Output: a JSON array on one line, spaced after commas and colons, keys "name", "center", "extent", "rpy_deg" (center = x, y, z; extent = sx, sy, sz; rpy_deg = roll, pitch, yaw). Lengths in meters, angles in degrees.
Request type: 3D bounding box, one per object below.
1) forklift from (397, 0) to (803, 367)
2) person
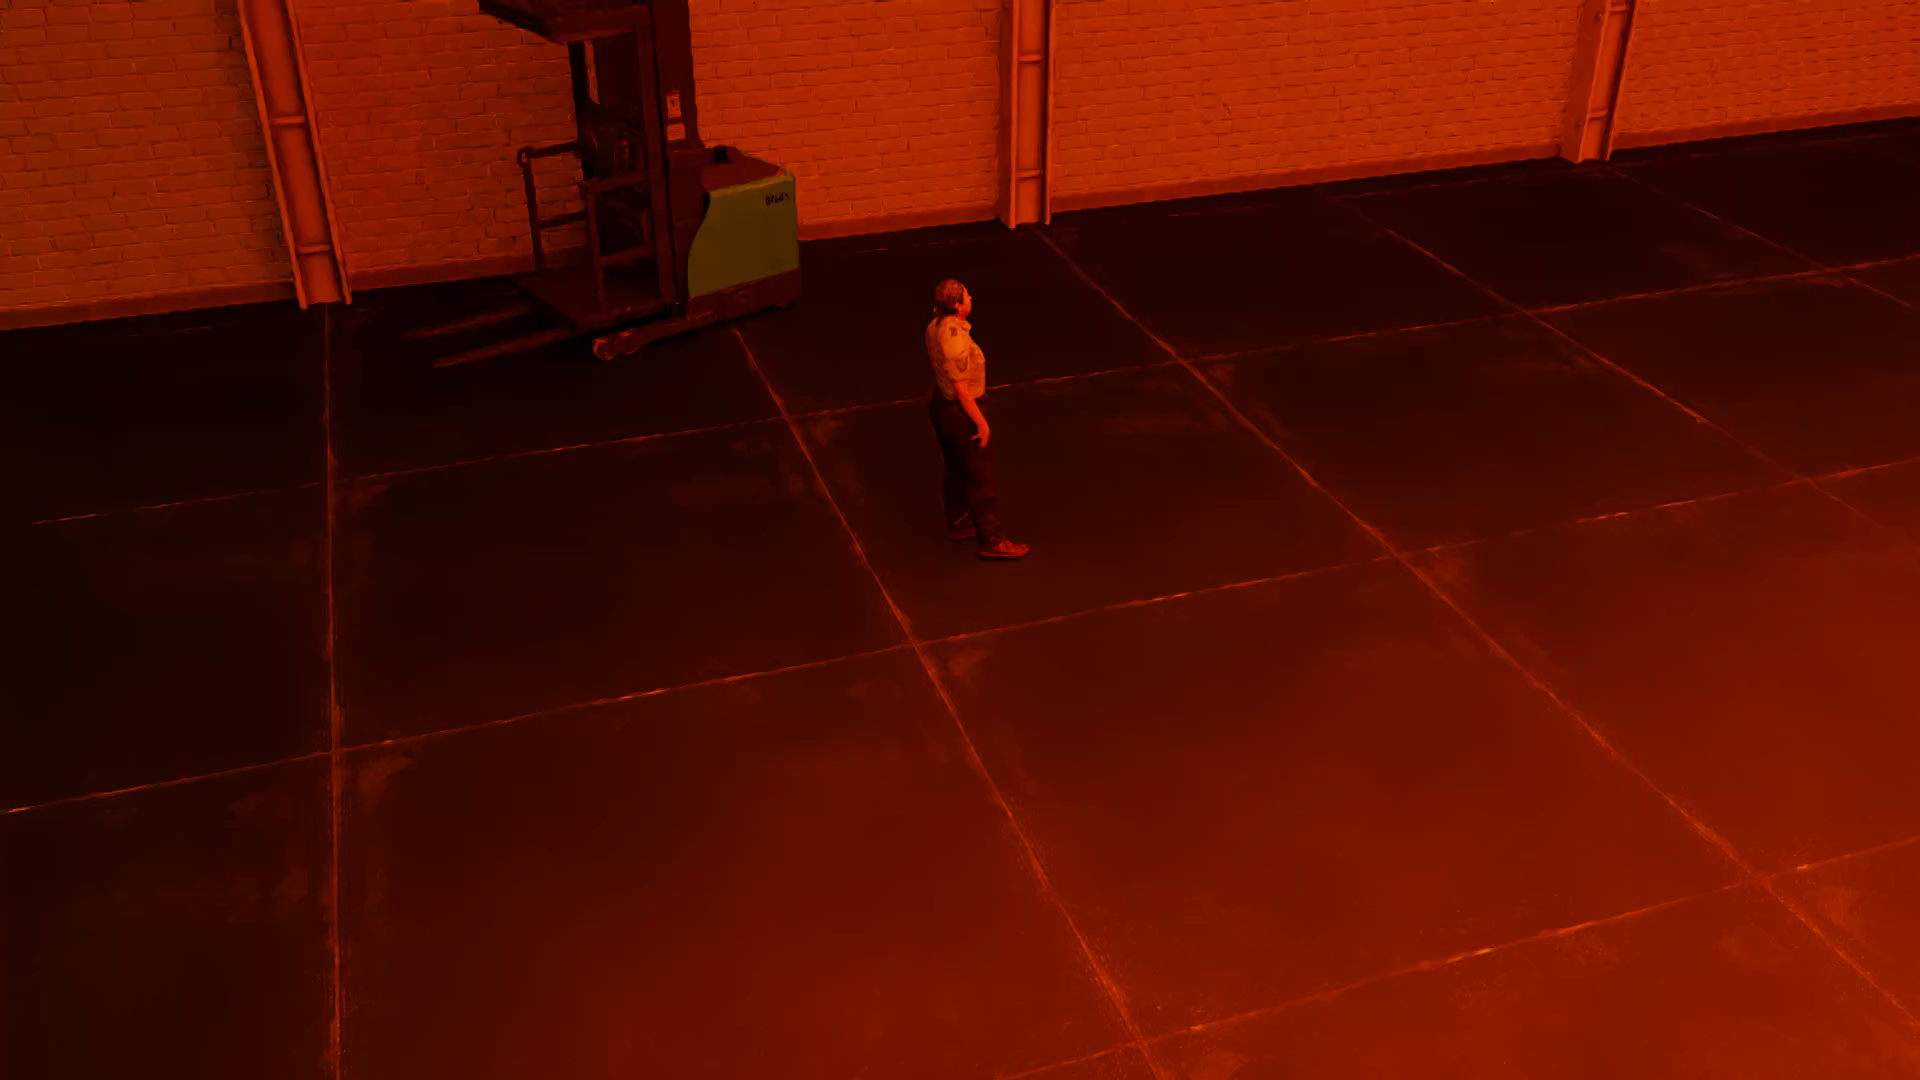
[{"name": "forklift", "center": [-2.724, -2.899, 12.126], "extent": [3.031, 2.935, 1.130], "rpy_deg": [-22, 36, -33]}, {"name": "person", "center": [0.092, -0.724, 9.618], "extent": [0.502, 1.650, 0.599], "rpy_deg": [-10, 31, -16]}]
